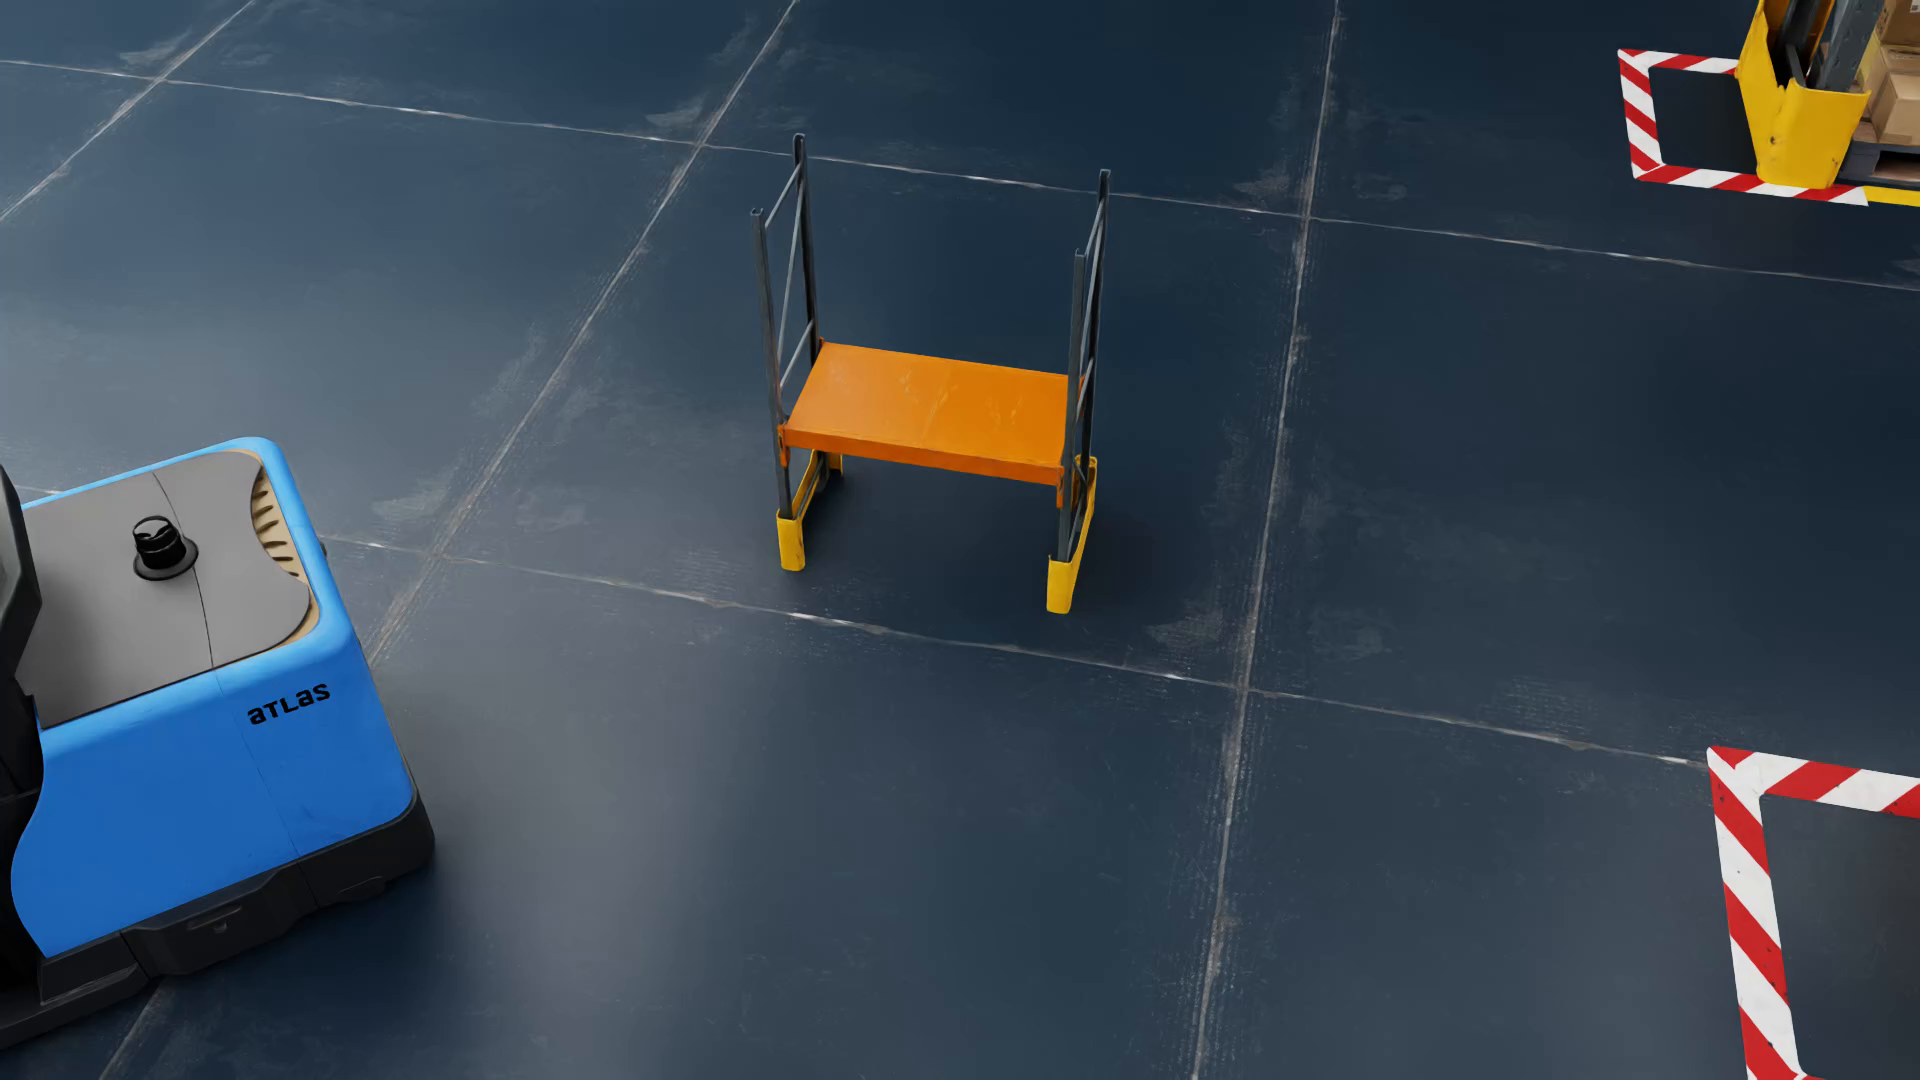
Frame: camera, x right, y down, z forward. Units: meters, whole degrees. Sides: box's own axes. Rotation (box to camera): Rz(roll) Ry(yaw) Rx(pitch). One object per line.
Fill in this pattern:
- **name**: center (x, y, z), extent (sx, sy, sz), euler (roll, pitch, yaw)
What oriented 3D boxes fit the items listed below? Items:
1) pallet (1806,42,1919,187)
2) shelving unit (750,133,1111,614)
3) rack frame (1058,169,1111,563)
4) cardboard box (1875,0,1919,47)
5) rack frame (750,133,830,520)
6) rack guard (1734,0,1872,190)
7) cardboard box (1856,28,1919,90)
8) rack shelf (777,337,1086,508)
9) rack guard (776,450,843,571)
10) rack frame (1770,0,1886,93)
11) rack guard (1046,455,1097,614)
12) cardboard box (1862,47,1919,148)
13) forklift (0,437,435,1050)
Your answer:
- **pallet**: center (4.941, -2.083, 8.262), extent (1.213, 0.211, 1.003), euler (9, 45, 9)
- **shelving unit**: center (-0.074, -0.552, 5.742), extent (1.083, 1.500, 0.587), euler (9, 45, 9)
- **rack frame**: center (0.413, -0.476, 5.663), extent (0.032, 1.500, 0.500), euler (9, 45, 9)
- **cardboard box**: center (4.774, -2.726, 8.059), extent (0.500, 0.500, 0.500), euler (9, 45, 9)
- **rack frame**: center (-0.579, -0.630, 5.823), extent (0.032, 1.500, 0.500), euler (9, 45, 9)
- **rack guard**: center (4.163, -2.278, 8.257), extent (0.348, 0.500, 1.175), euler (9, 45, 9)
- **cardboard box**: center (4.774, -2.455, 8.317), extent (0.500, 0.250, 0.500), euler (9, 45, 9)
- **rack shelf**: center (-0.083, -0.424, 5.868), extent (1.000, 0.185, 0.538), euler (9, 45, 9)
- **rack guard**: center (-0.560, -0.177, 6.254), extent (0.087, 0.250, 0.587), euler (9, 45, 9)
- **rack frame**: center (4.186, -3.175, 7.386), extent (0.127, 3.000, 1.000), euler (9, 45, 9)
- **rack guard**: center (0.412, -0.026, 6.097), extent (0.087, 0.250, 0.587), euler (9, 45, 9)
- **cardboard box**: center (4.661, -2.104, 7.953), extent (0.500, 0.250, 0.500), euler (9, 45, 9)
- **forklift**: center (-3.171, 0.170, 3.960), extent (3.031, 2.935, 1.130), euler (-21, 48, -21)
